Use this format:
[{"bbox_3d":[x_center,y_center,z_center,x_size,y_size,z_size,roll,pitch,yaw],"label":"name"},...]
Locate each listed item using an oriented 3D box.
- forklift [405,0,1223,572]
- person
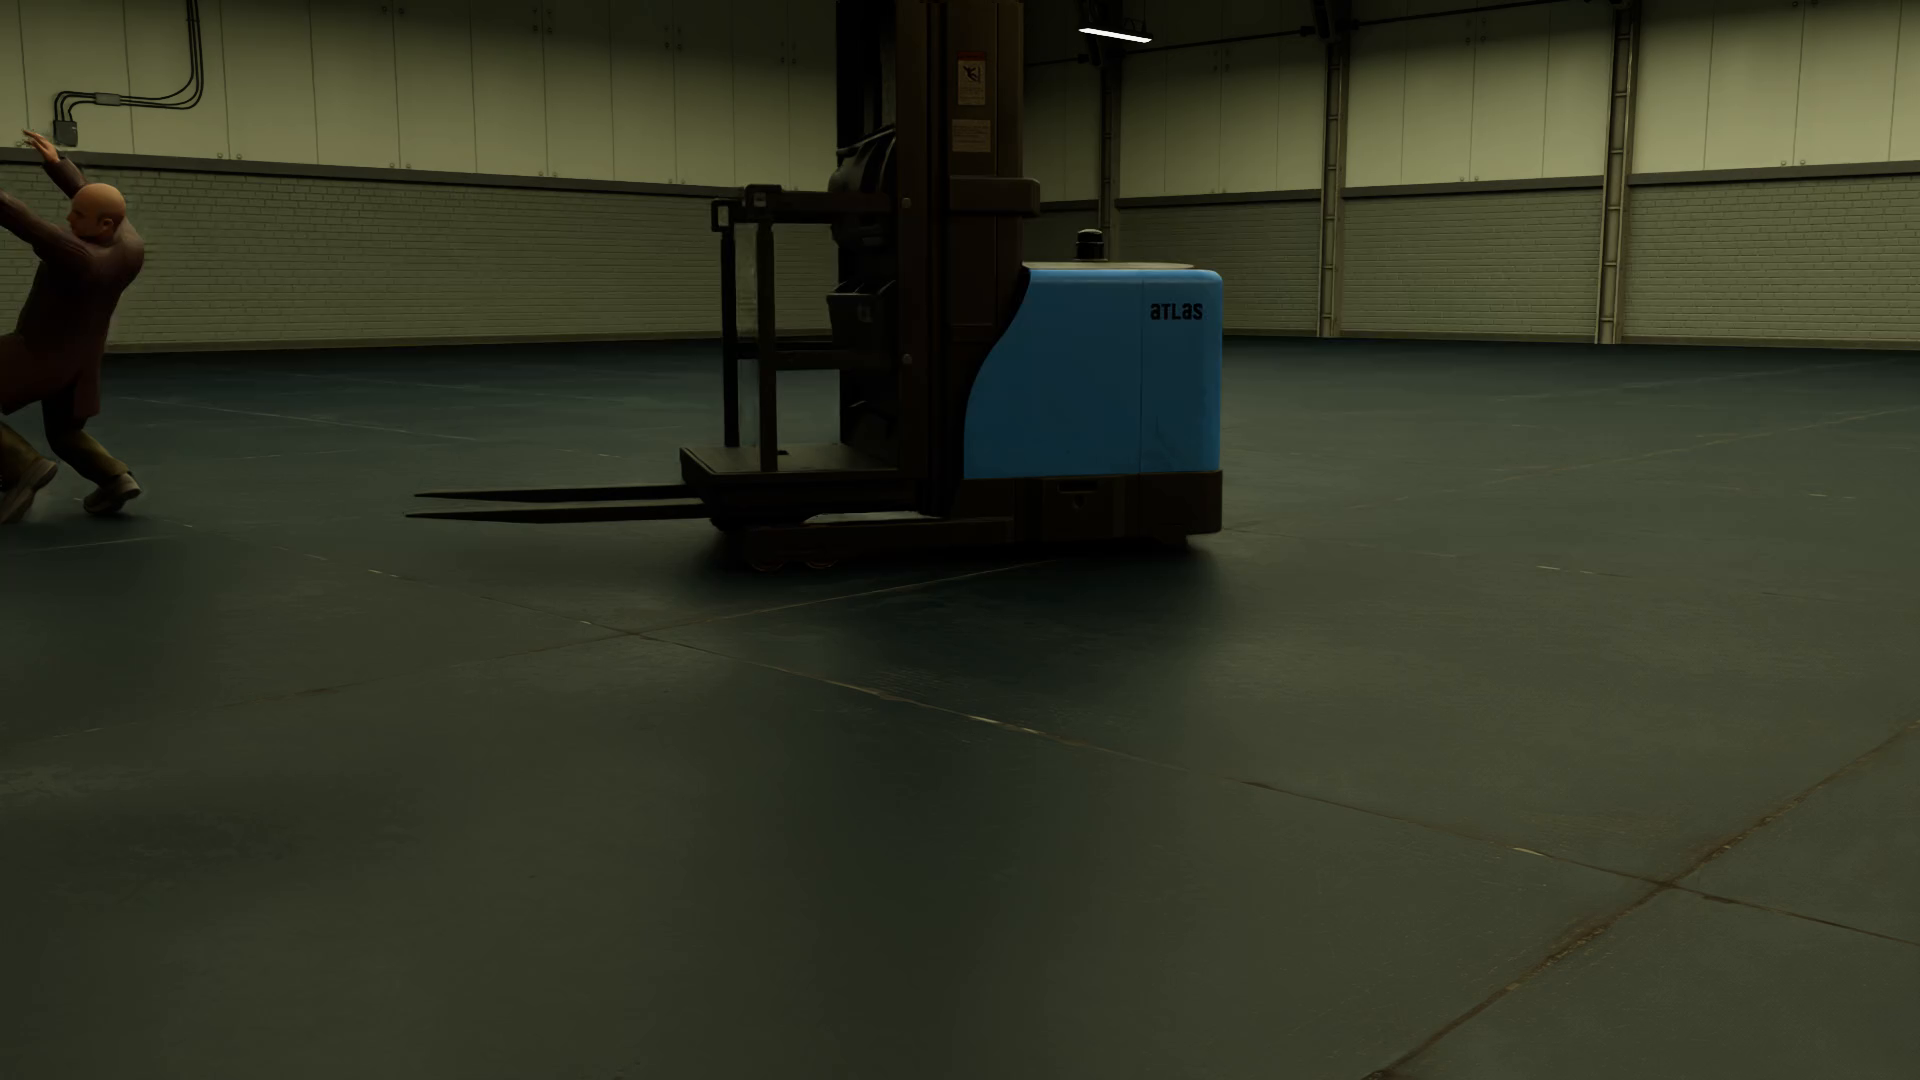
[{"bbox_3d":[-0.559,-1.422,6.315,3.031,2.935,1.130,-2,9,-15],"label":"forklift"},{"bbox_3d":[-4.019,-0.902,7.128,0.822,1.730,1.137,2,9,13],"label":"person"}]
